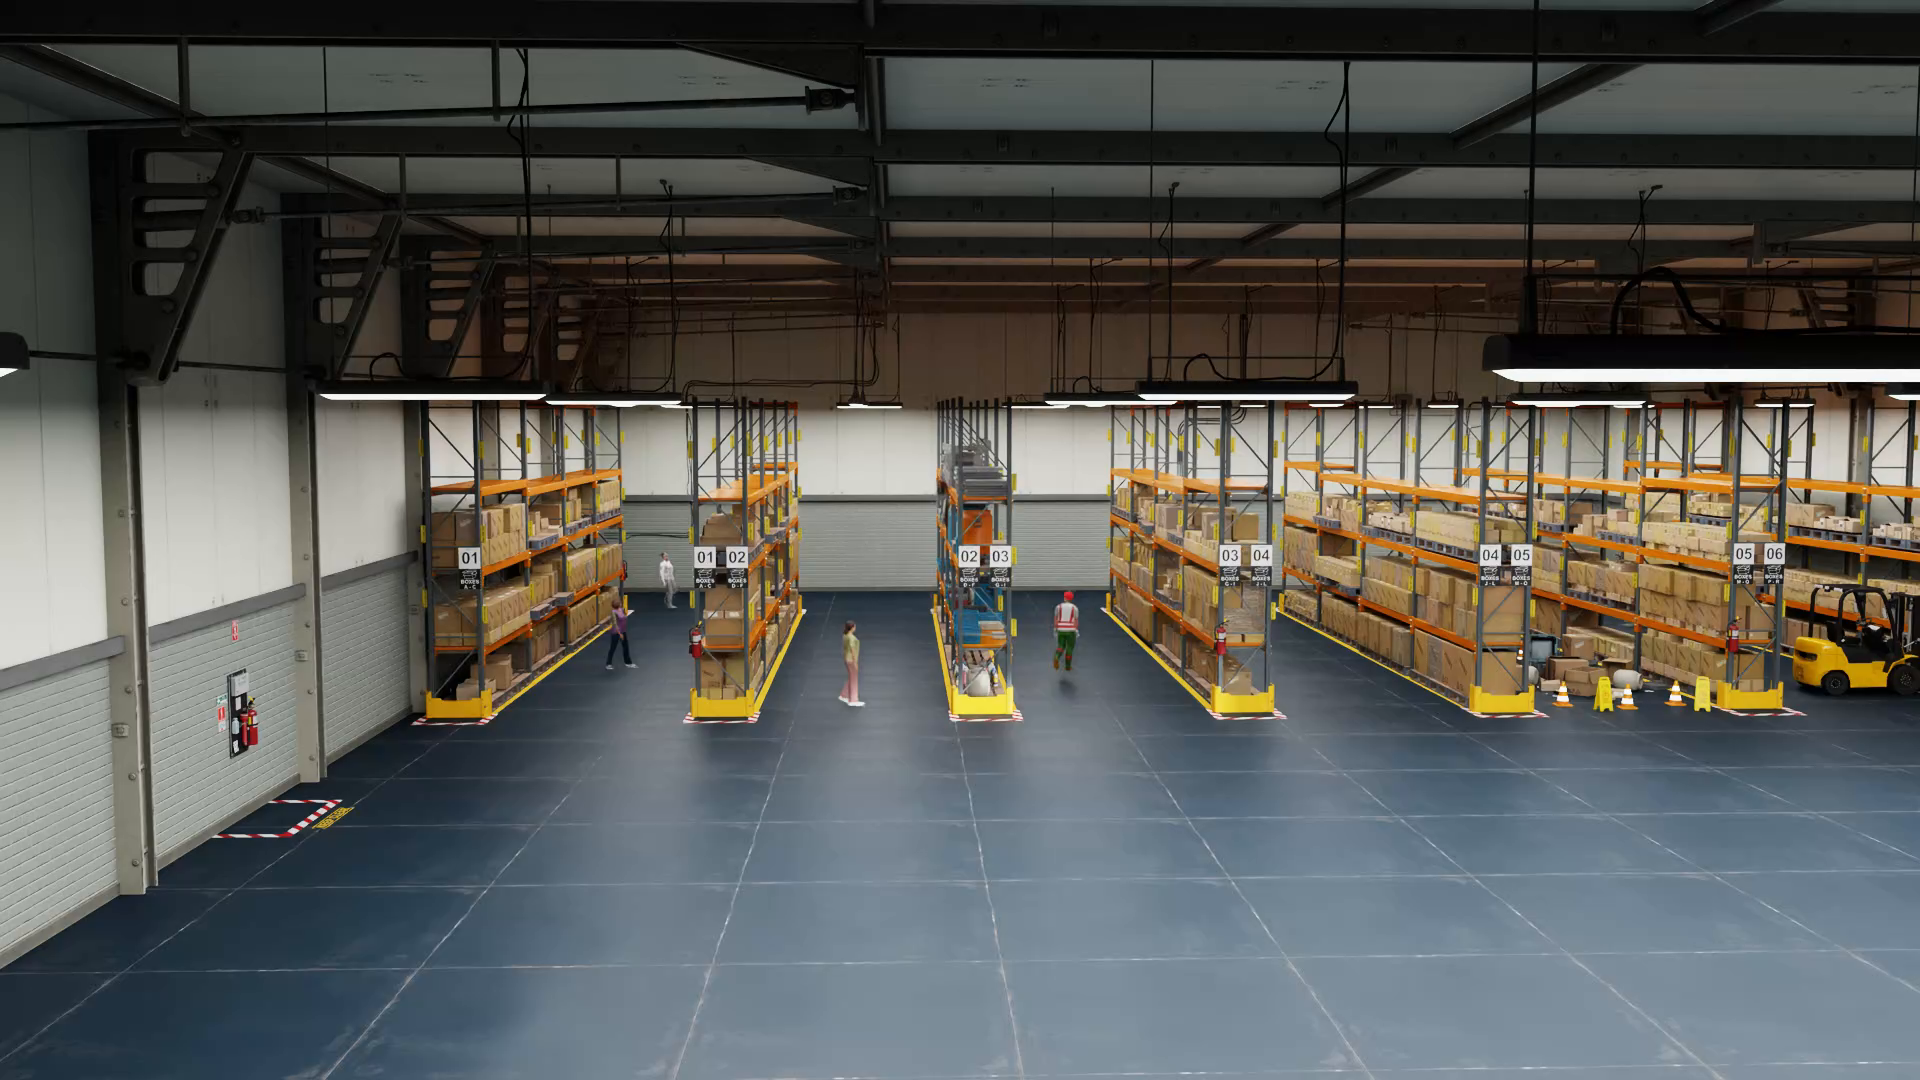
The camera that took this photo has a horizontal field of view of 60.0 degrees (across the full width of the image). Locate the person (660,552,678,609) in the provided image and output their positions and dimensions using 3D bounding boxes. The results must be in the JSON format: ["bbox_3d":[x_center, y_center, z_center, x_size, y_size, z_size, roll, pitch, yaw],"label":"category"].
[{"bbox_3d":[-8.476,1.163,48.205,0.474,1.662,0.522,1,5,17],"label":"person"}]

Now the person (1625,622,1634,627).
[{"bbox_3d":[17.924,1.502,44.270,0.410,1.705,0.492,2,5,26],"label":"person"}]

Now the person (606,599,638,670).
[{"bbox_3d":[-7.568,2.091,36.983,0.566,1.597,0.582,2,5,24],"label":"person"}]

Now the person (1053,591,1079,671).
[{"bbox_3d":[2.313,1.997,36.420,0.550,1.770,0.668,3,5,34],"label":"person"}]

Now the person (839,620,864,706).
[{"bbox_3d":[-2.113,2.399,32.442,0.445,1.696,0.530,-1,5,-17],"label":"person"}]
